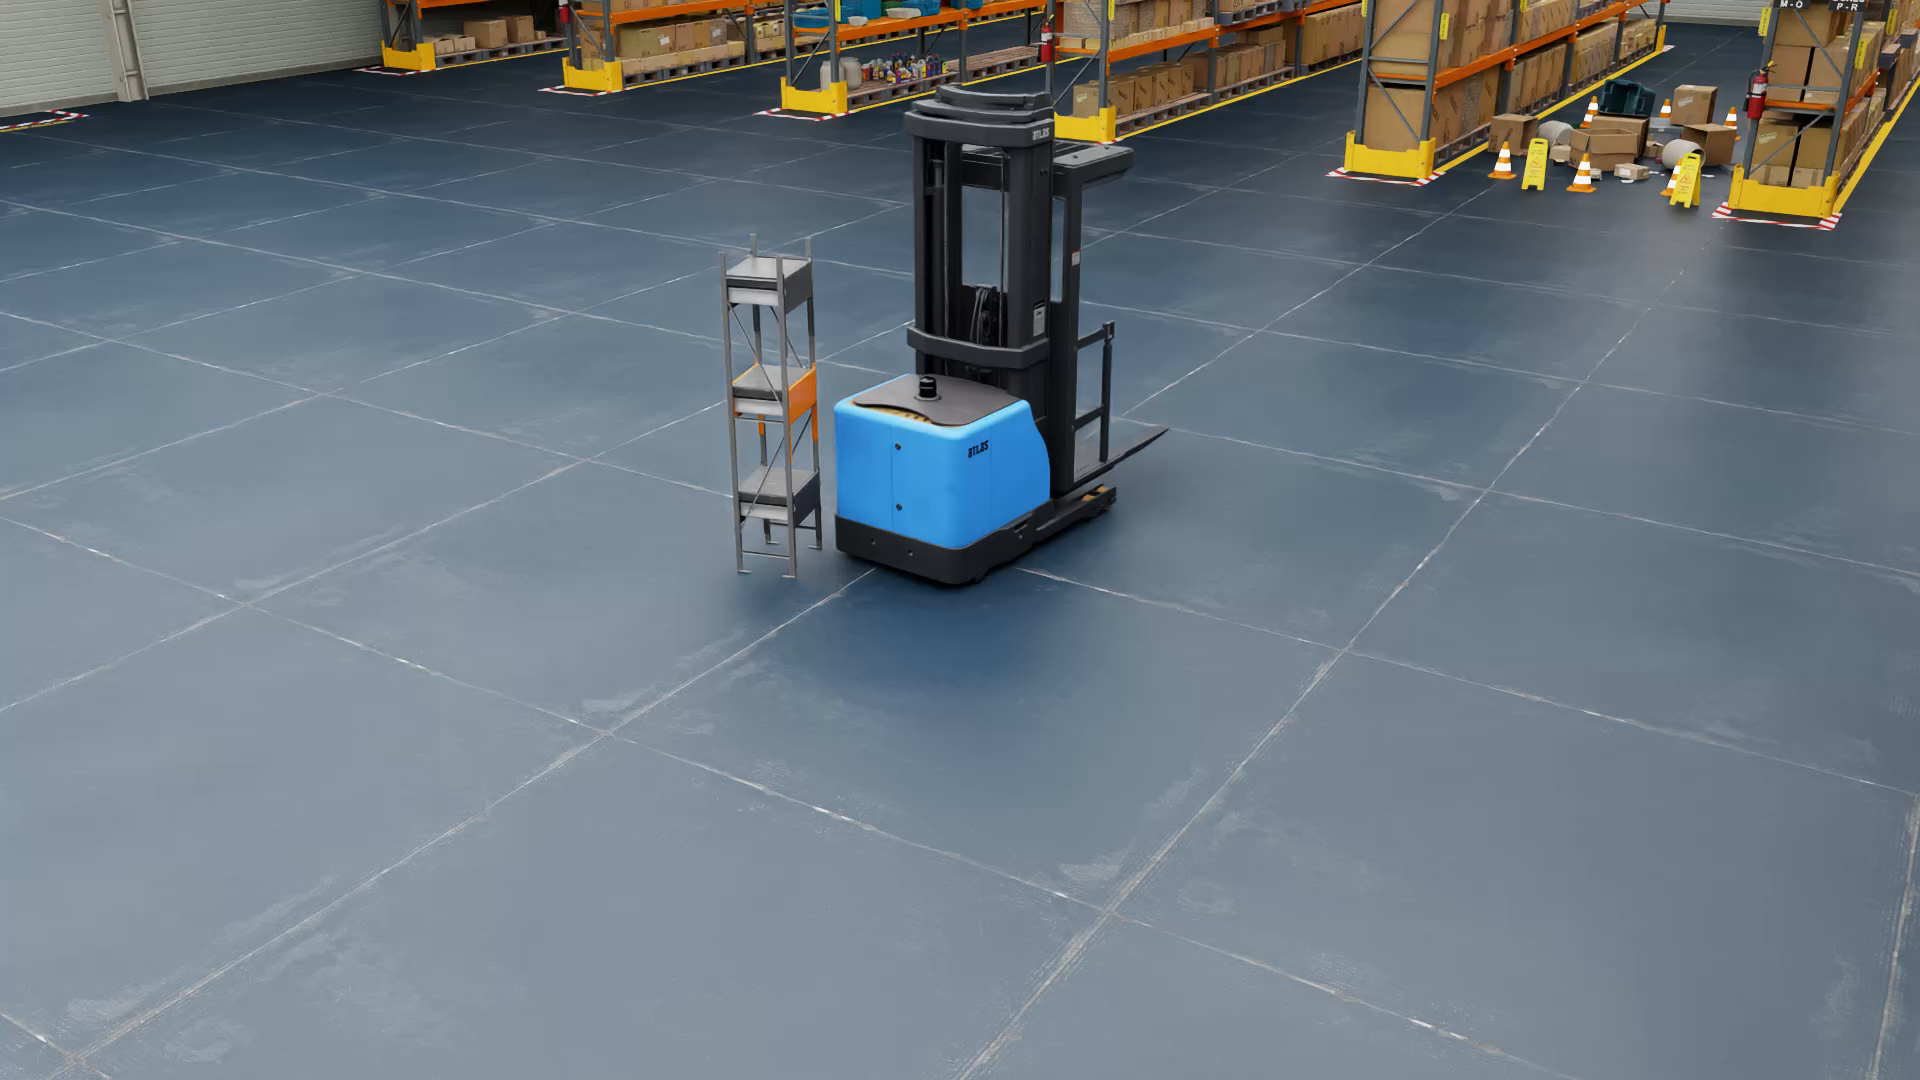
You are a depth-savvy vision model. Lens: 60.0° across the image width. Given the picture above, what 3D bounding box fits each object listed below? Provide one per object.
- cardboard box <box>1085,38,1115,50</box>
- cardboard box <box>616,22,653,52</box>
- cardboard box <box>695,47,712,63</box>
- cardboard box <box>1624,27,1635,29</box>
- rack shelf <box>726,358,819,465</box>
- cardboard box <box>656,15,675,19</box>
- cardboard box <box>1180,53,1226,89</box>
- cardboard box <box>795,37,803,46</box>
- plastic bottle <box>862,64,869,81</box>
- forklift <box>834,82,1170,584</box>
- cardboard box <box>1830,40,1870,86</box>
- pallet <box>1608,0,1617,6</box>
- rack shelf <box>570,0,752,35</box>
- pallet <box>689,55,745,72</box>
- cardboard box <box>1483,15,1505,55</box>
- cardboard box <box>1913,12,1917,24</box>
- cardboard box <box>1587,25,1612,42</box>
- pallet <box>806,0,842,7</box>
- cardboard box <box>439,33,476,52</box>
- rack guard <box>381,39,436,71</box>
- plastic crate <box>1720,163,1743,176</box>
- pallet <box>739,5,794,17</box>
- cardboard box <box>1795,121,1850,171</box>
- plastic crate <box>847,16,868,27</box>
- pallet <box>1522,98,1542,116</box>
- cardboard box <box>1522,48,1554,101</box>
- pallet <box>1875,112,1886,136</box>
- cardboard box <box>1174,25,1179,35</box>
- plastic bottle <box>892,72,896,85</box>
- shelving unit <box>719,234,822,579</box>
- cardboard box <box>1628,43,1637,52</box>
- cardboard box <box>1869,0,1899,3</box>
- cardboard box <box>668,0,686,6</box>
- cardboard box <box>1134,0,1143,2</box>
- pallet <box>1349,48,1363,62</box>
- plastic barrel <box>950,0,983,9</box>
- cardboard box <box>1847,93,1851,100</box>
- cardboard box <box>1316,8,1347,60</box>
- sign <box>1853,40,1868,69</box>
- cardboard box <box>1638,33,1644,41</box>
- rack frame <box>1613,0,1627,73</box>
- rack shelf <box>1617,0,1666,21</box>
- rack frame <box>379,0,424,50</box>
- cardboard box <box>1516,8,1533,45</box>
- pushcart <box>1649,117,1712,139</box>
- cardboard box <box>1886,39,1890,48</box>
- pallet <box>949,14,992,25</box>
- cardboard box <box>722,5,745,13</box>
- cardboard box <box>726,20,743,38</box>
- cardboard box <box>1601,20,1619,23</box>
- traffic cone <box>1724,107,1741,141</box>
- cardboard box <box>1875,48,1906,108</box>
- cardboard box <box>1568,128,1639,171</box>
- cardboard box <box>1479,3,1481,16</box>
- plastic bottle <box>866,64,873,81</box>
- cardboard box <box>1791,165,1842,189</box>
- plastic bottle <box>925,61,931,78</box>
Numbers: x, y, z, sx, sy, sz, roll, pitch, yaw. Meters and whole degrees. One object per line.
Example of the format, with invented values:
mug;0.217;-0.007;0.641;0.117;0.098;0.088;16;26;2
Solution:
cardboard box;2.113;-7.468;25.042;0.380;0.149;0.250;14;27;29
cardboard box;-6.109;-9.474;31.347;0.500;0.500;0.500;14;27;29
cardboard box;-5.126;-9.355;32.016;0.500;0.250;0.500;14;27;29
cardboard box;13.291;-10.191;33.327;0.380;0.149;0.250;13;26;27
rack shelf;-1.181;-0.817;10.529;0.431;0.518;0.480;6;24;14
cardboard box;-6.980;-12.152;38.139;0.700;0.500;0.500;14;27;30
cardboard box;4.212;-8.145;28.881;0.700;0.500;0.500;12;26;25
cardboard box;-3.579;-10.327;34.263;0.500;0.250;0.500;13;27;27
plastic bottle;-1.695;-8.318;29.564;0.152;0.276;0.135;14;27;29
forklift;0.447;-1.595;11.245;1.130;2.935;3.031;16;28;32
cardboard box;10.935;-5.920;20.650;0.500;0.500;0.500;15;27;31
pallet;11.724;-10.199;31.274;1.003;0.211;1.213;14;27;29
rack shelf;-5.599;-9.960;31.386;1.077;0.370;4.000;14;27;29
pallet;-4.999;-9.425;32.757;1.003;0.211;1.213;14;27;29
cardboard box;7.575;-7.565;24.761;0.875;0.550;0.550;14;27;29
cardboard box;15.935;-8.900;28.221;0.500;0.250;0.500;13;27;28
cardboard box;11.790;-9.429;30.928;0.500;0.250;0.500;15;28;31
pallet;-3.424;-14.076;43.498;1.003;0.211;1.213;14;27;29
cardboard box;-10.122;-10.027;33.466;0.500;0.311;0.500;16;28;33
rack guard;-10.824;-9.530;32.635;1.175;0.500;0.348;14;27;29
plastic crate;10.764;-5.113;22.960;0.402;0.080;0.583;5;24;11
pallet;-4.877;-13.146;41.350;1.003;0.211;1.213;14;27;29
cardboard box;10.852;-4.958;20.916;0.500;0.500;0.500;13;27;27
plastic crate;-1.702;-8.689;27.877;0.298;0.136;0.250;14;27;29
pallet;9.016;-7.224;27.671;1.003;0.211;1.213;14;27;29
cardboard box;9.285;-7.842;27.892;1.050;0.750;0.750;14;27;30
pallet;13.986;-6.618;26.271;1.003;0.211;1.213;14;27;29
cardboard box;3.305;-8.226;26.793;0.380;0.149;0.250;14;27;29
plastic bottle;-1.172;-8.075;29.095;0.097;0.201;0.097;0;23;0
shelving unit;-1.181;-0.830;10.524;0.431;2.100;0.503;6;24;14
cardboard box;13.365;-9.900;33.404;0.380;0.149;0.250;13;27;28
cardboard box;12.838;-7.568;23.111;0.380;0.149;0.250;14;27;29
cardboard box;-5.583;-10.338;31.230;0.700;0.500;0.500;15;27;31
cardboard box;2.551;-8.474;25.291;0.500;0.500;0.500;14;27;29
pallet;7.747;-10.032;34.157;1.003;0.211;1.213;14;27;29
plastic barrel;0.123;-10.222;30.457;0.600;0.901;0.708;14;27;29
cardboard box;10.864;-5.577;20.674;0.380;0.149;0.250;13;27;27
cardboard box;6.838;-9.983;32.680;1.225;0.875;0.875;14;27;29
sign;10.640;-5.744;19.654;0.100;0.325;0.005;14;27;29
cardboard box;13.639;-10.211;33.747;0.380;0.149;0.250;15;28;32
rack frame;12.250;-10.514;31.761;1.000;3.000;0.127;14;27;29
rack shelf;13.305;-10.859;33.464;1.077;0.370;4.000;14;27;29
rack frame;-10.864;-10.651;32.079;1.000;3.000;0.127;14;27;29
cardboard box;8.537;-7.981;25.784;0.500;0.500;0.500;14;27;30
pushcart;10.326;-6.068;24.792;1.648;0.377;0.936;5;24;11
cardboard box;12.988;-7.091;23.642;0.380;0.149;0.250;14;27;30
pallet;0.039;-12.617;40.128;1.003;0.211;1.213;14;27;29
cardboard box;-5.678;-13.073;39.849;0.750;0.750;0.750;14;27;29
cardboard box;-4.574;-10.350;33.608;0.500;0.311;0.500;14;27;29
cardboard box;13.450;-10.638;34.360;0.380;0.149;0.250;12;26;26
traffic cone;11.754;-6.358;25.355;0.336;0.463;0.334;14;27;29
cardboard box;14.834;-7.594;27.162;0.875;0.875;0.875;14;27;28
cardboard box;8.955;-5.438;23.179;0.797;0.503;0.637;-3;24;-7
cardboard box;6.941;-7.717;23.752;0.875;0.550;0.500;14;27;29
plastic bottle;-1.604;-8.300;29.511;0.061;0.283;0.133;14;27;29
cardboard box;10.840;-4.606;21.046;0.500;0.250;0.500;14;27;29
plastic bottle;-0.584;-8.474;29.915;0.061;0.283;0.133;16;28;32
